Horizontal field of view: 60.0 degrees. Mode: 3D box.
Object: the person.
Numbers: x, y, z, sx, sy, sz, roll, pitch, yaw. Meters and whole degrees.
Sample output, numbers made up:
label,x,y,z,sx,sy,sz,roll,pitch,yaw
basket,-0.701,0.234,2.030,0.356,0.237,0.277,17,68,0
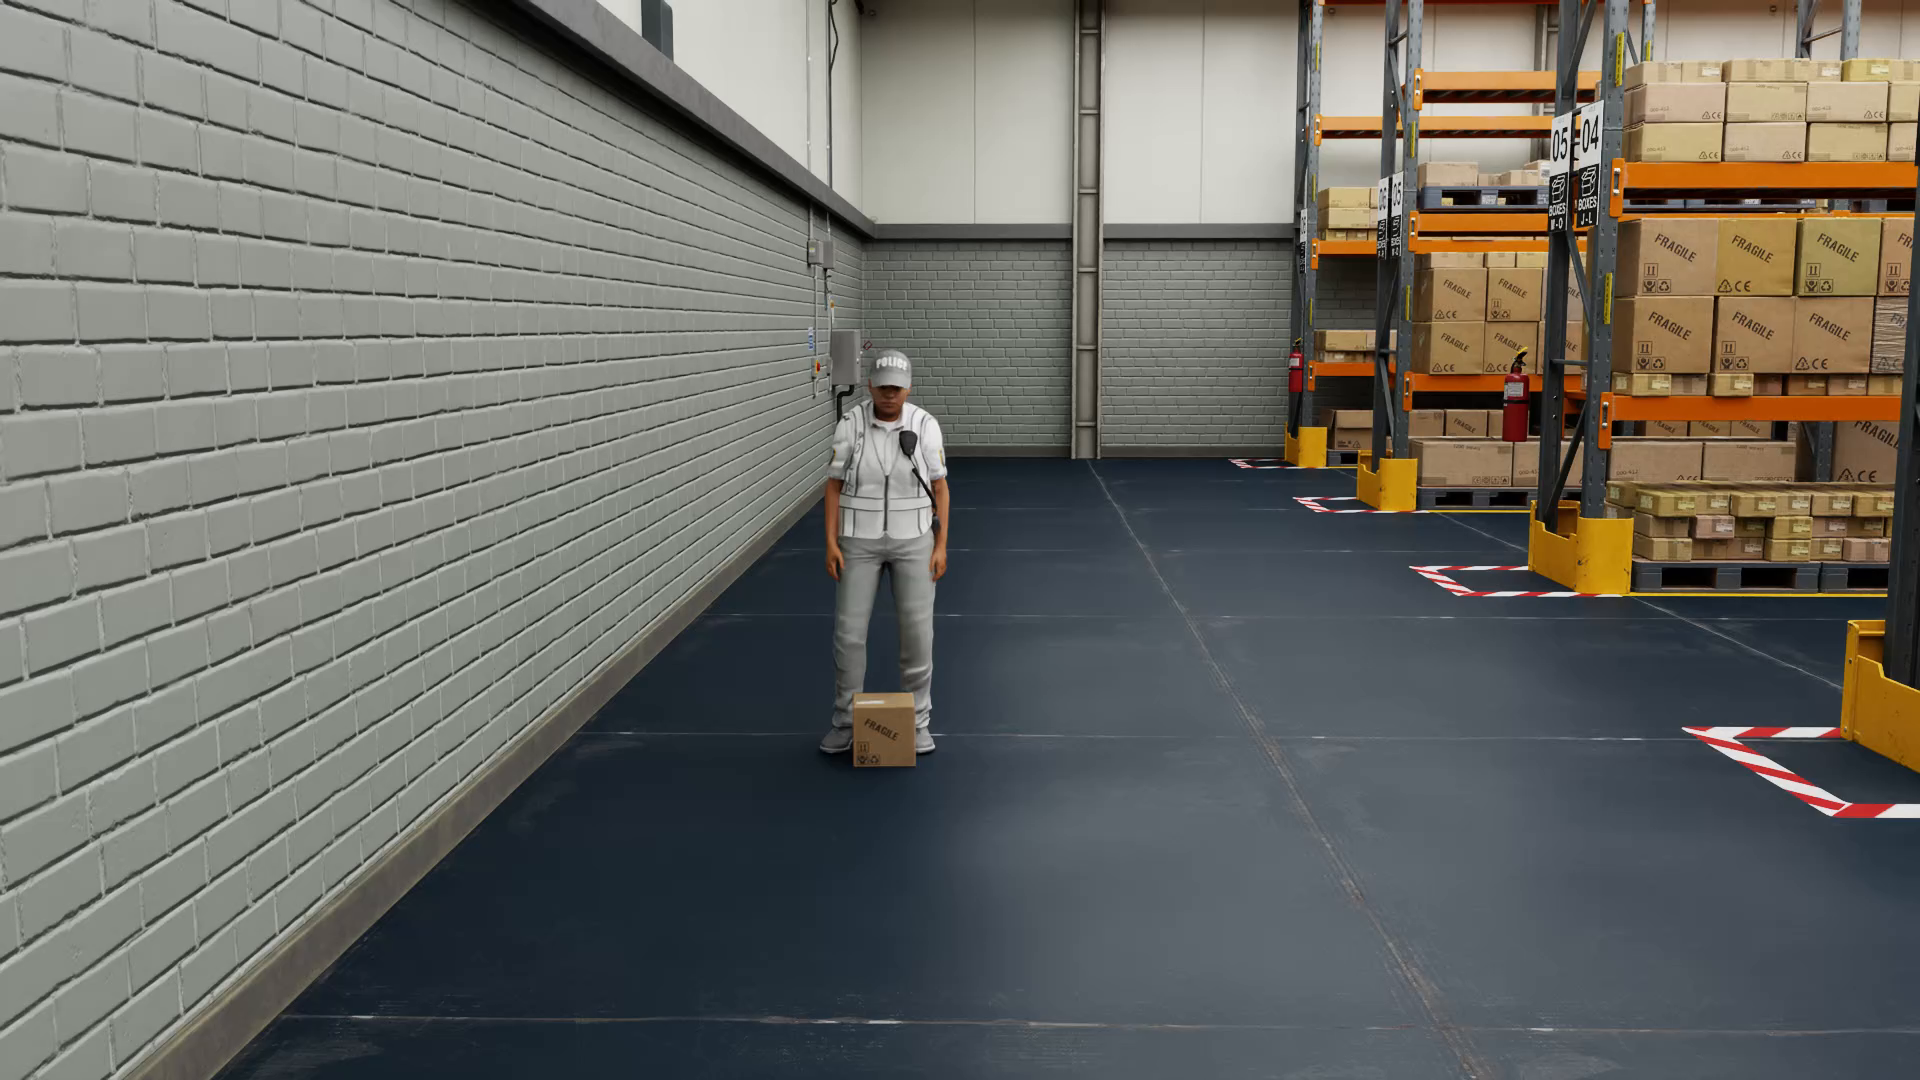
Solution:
label,x,y,z,sx,sy,sz,roll,pitch,yaw
person,-0.315,0.044,6.915,0.543,1.665,0.467,0,7,-1
